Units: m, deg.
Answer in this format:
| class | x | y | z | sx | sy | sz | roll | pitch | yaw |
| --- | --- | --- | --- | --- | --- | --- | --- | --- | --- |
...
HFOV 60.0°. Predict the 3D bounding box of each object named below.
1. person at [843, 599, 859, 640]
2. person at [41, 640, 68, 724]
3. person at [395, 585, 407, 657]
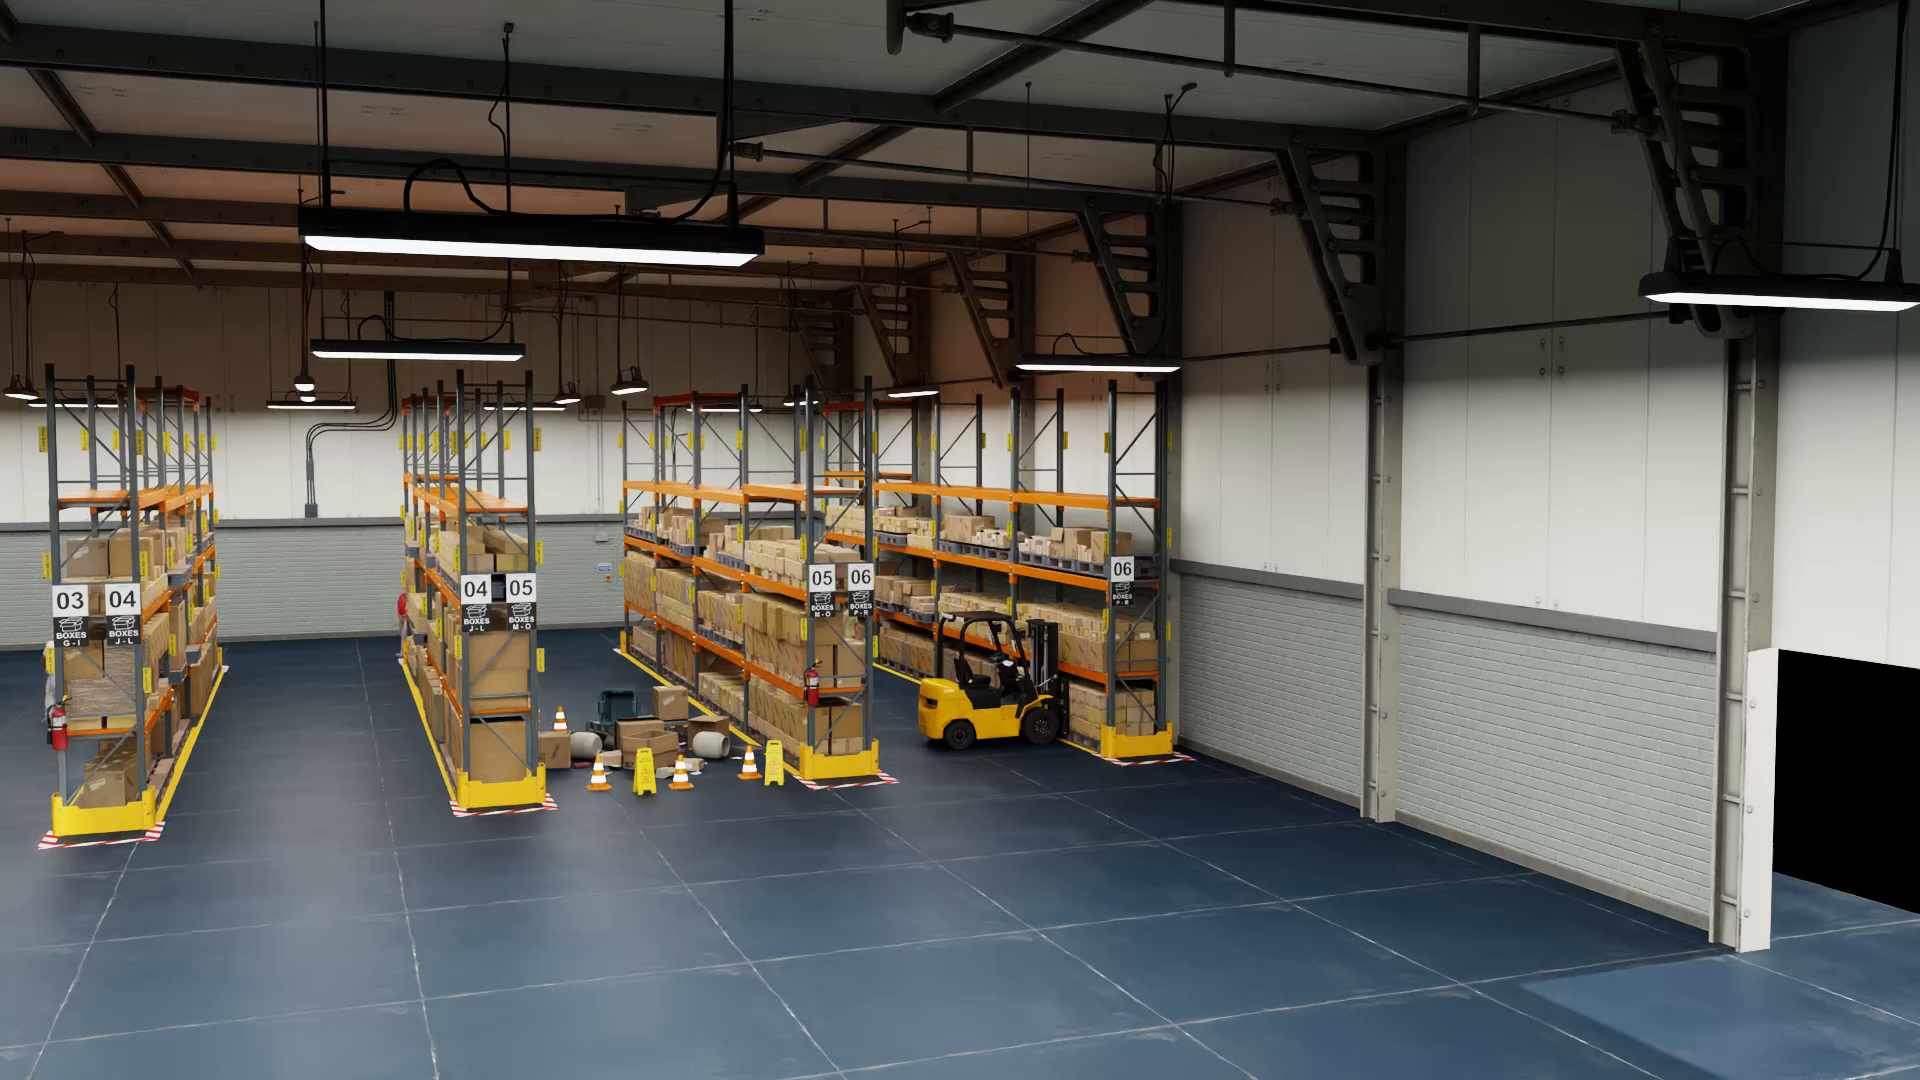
| class | x | y | z | sx | sy | sz | roll | pitch | yaw |
| --- | --- | --- | --- | --- | --- | --- | --- | --- | --- |
| person | -2.358 | 2.095 | 35.429 | 0.483 | 1.674 | 0.485 | -3 | 5 | -43 |
| person | -15.984 | 2.400 | 29.546 | 0.610 | 1.756 | 0.705 | -1 | 4 | -18 |
| person | -12.988 | 1.865 | 39.126 | 0.571 | 1.695 | 0.945 | 1 | 3 | 17 |
